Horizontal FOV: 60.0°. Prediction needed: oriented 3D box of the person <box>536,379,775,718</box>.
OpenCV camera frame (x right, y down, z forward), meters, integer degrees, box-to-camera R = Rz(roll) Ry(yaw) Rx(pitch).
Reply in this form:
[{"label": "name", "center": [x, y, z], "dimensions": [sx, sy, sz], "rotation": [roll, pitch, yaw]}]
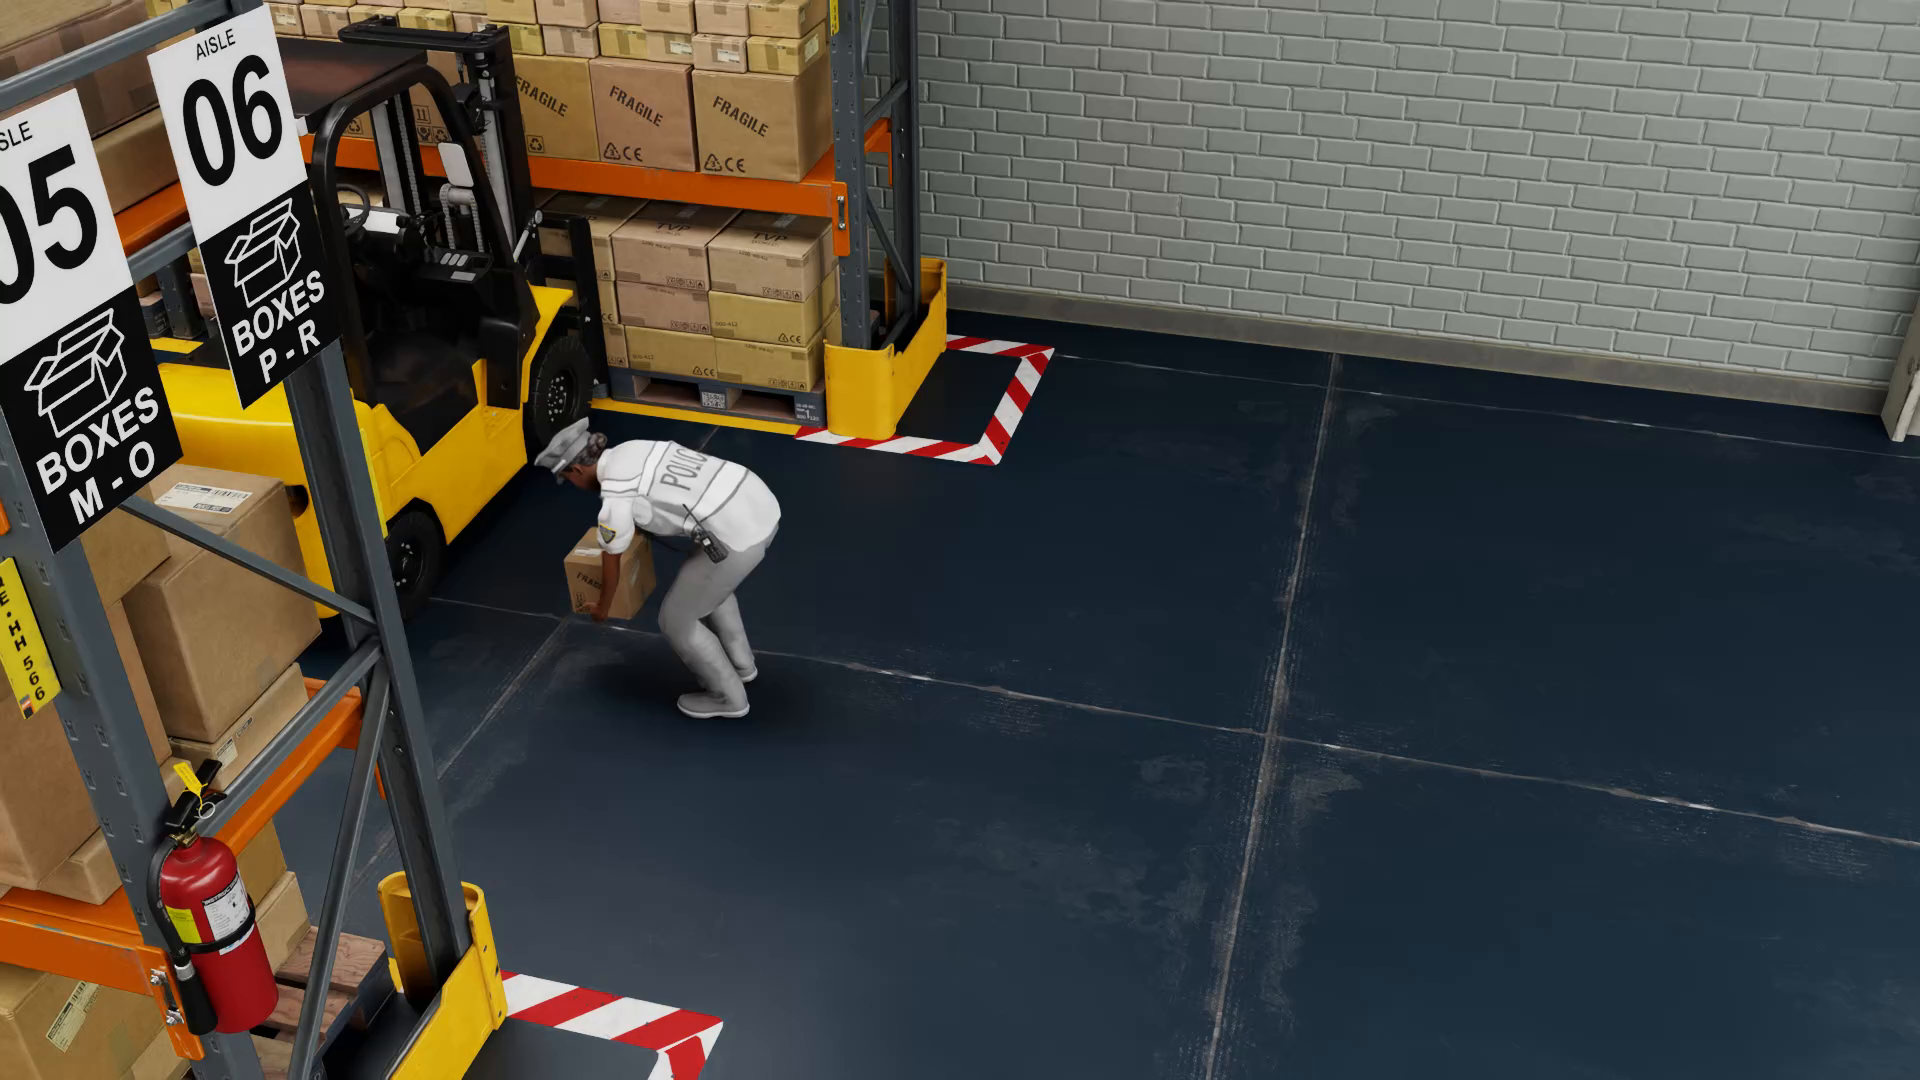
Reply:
[{"label": "person", "center": [-1.143, 0.030, 6.390], "dimensions": [0.842, 1.347, 0.413], "rotation": [7, 34, 11]}]
